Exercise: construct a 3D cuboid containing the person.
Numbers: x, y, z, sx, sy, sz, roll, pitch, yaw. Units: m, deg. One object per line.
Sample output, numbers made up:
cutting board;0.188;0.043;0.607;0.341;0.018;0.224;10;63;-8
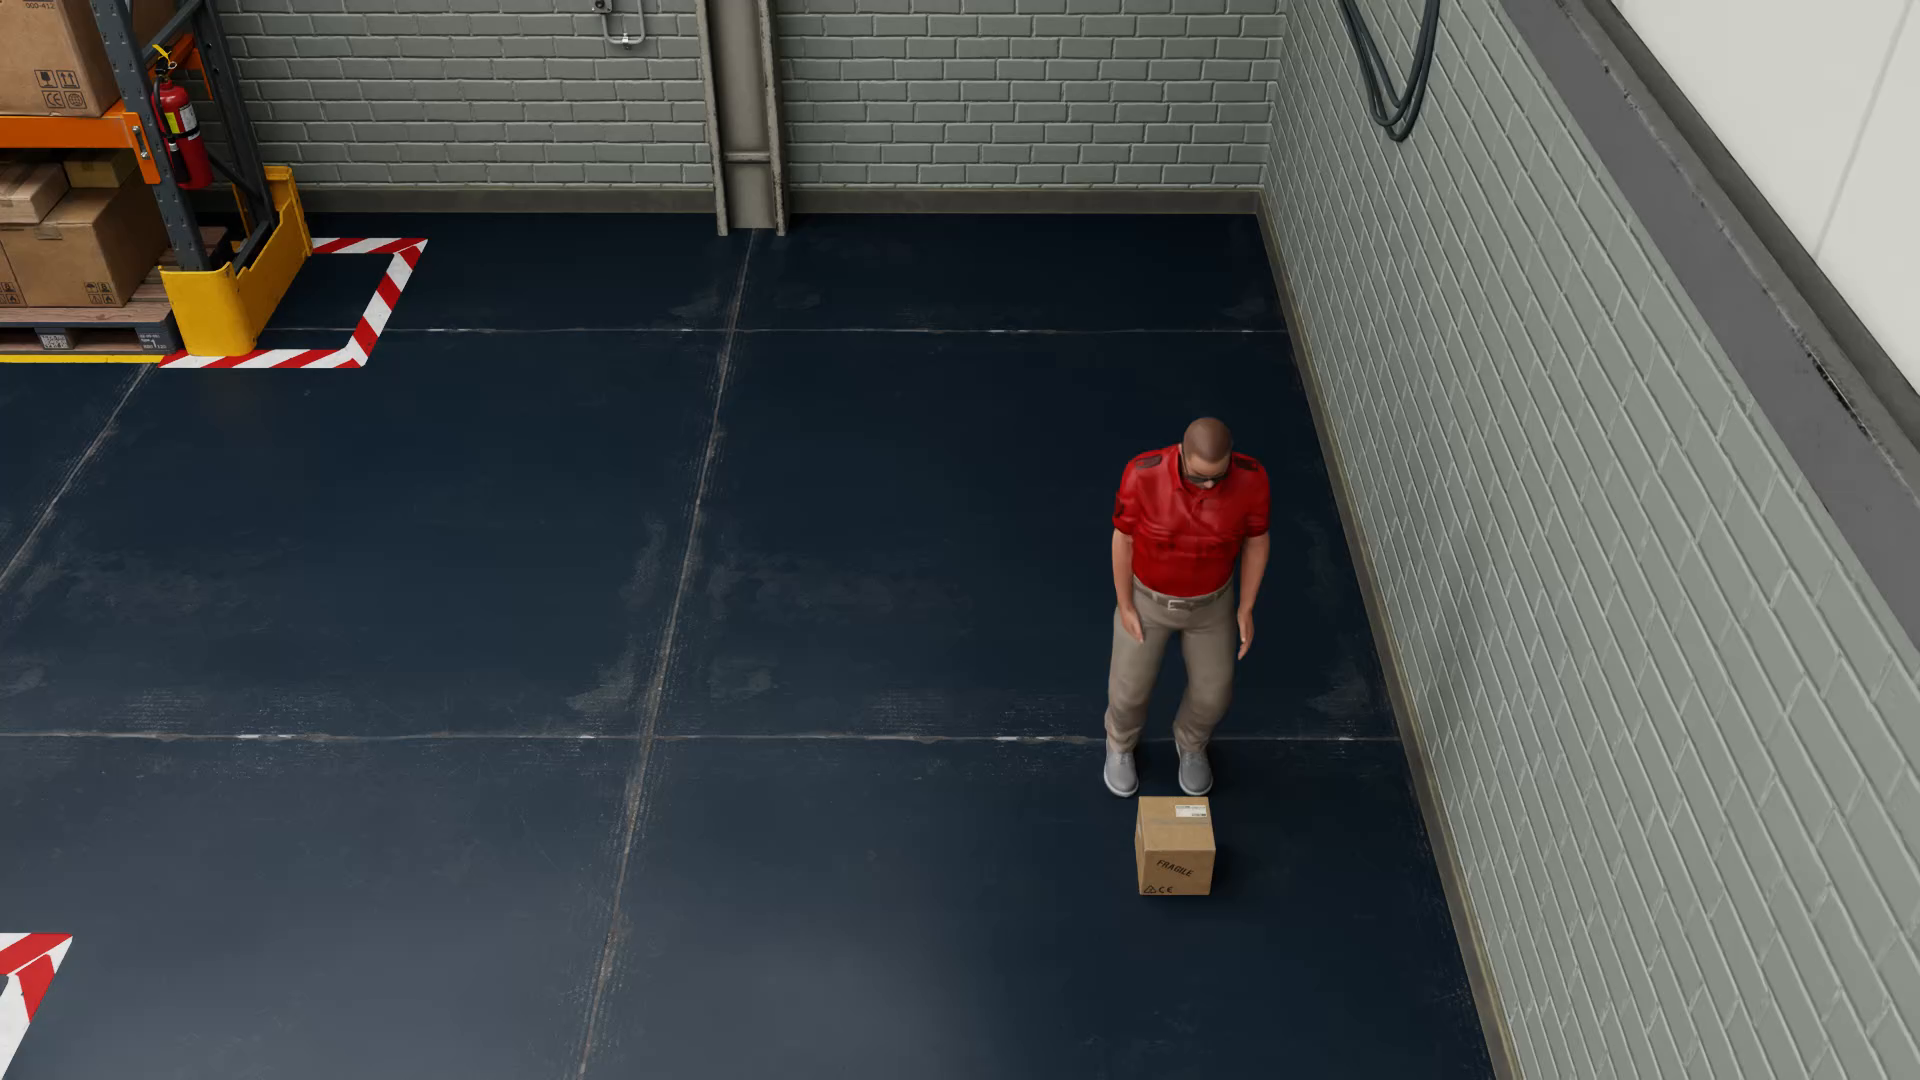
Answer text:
person;0.798;0.238;5.916;0.550;1.694;0.369;1;39;1
